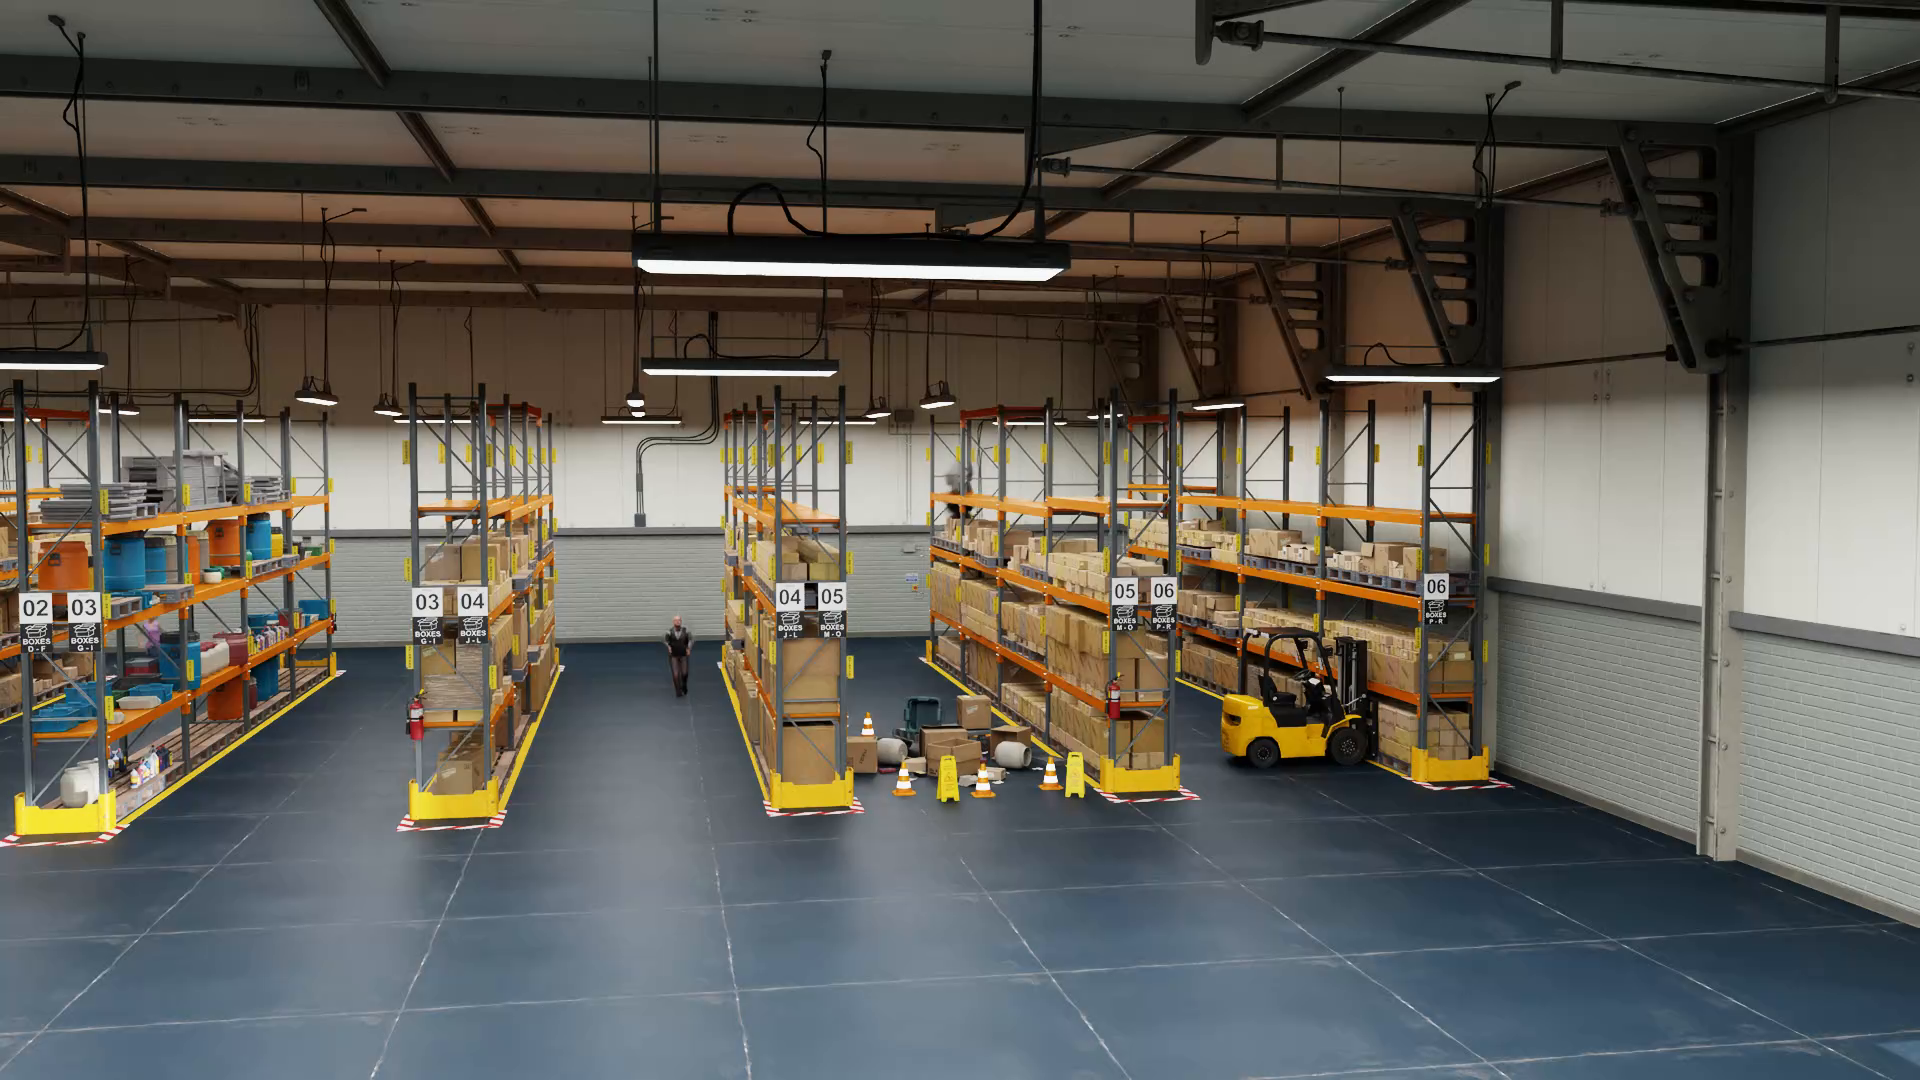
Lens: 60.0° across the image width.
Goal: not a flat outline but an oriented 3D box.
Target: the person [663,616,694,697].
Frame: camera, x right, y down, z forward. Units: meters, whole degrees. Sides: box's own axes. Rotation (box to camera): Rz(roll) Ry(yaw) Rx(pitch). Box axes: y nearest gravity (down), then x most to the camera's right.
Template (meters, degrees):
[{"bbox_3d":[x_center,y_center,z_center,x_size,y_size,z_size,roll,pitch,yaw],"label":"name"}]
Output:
[{"bbox_3d":[-5.813,2.412,34.368,0.635,1.676,0.564,0,3,-9],"label":"person"}]

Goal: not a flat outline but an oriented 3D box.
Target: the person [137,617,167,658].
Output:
[{"bbox_3d":[-17.784,2.343,36.633,0.613,1.567,0.824,-2,3,-30],"label":"person"}]
